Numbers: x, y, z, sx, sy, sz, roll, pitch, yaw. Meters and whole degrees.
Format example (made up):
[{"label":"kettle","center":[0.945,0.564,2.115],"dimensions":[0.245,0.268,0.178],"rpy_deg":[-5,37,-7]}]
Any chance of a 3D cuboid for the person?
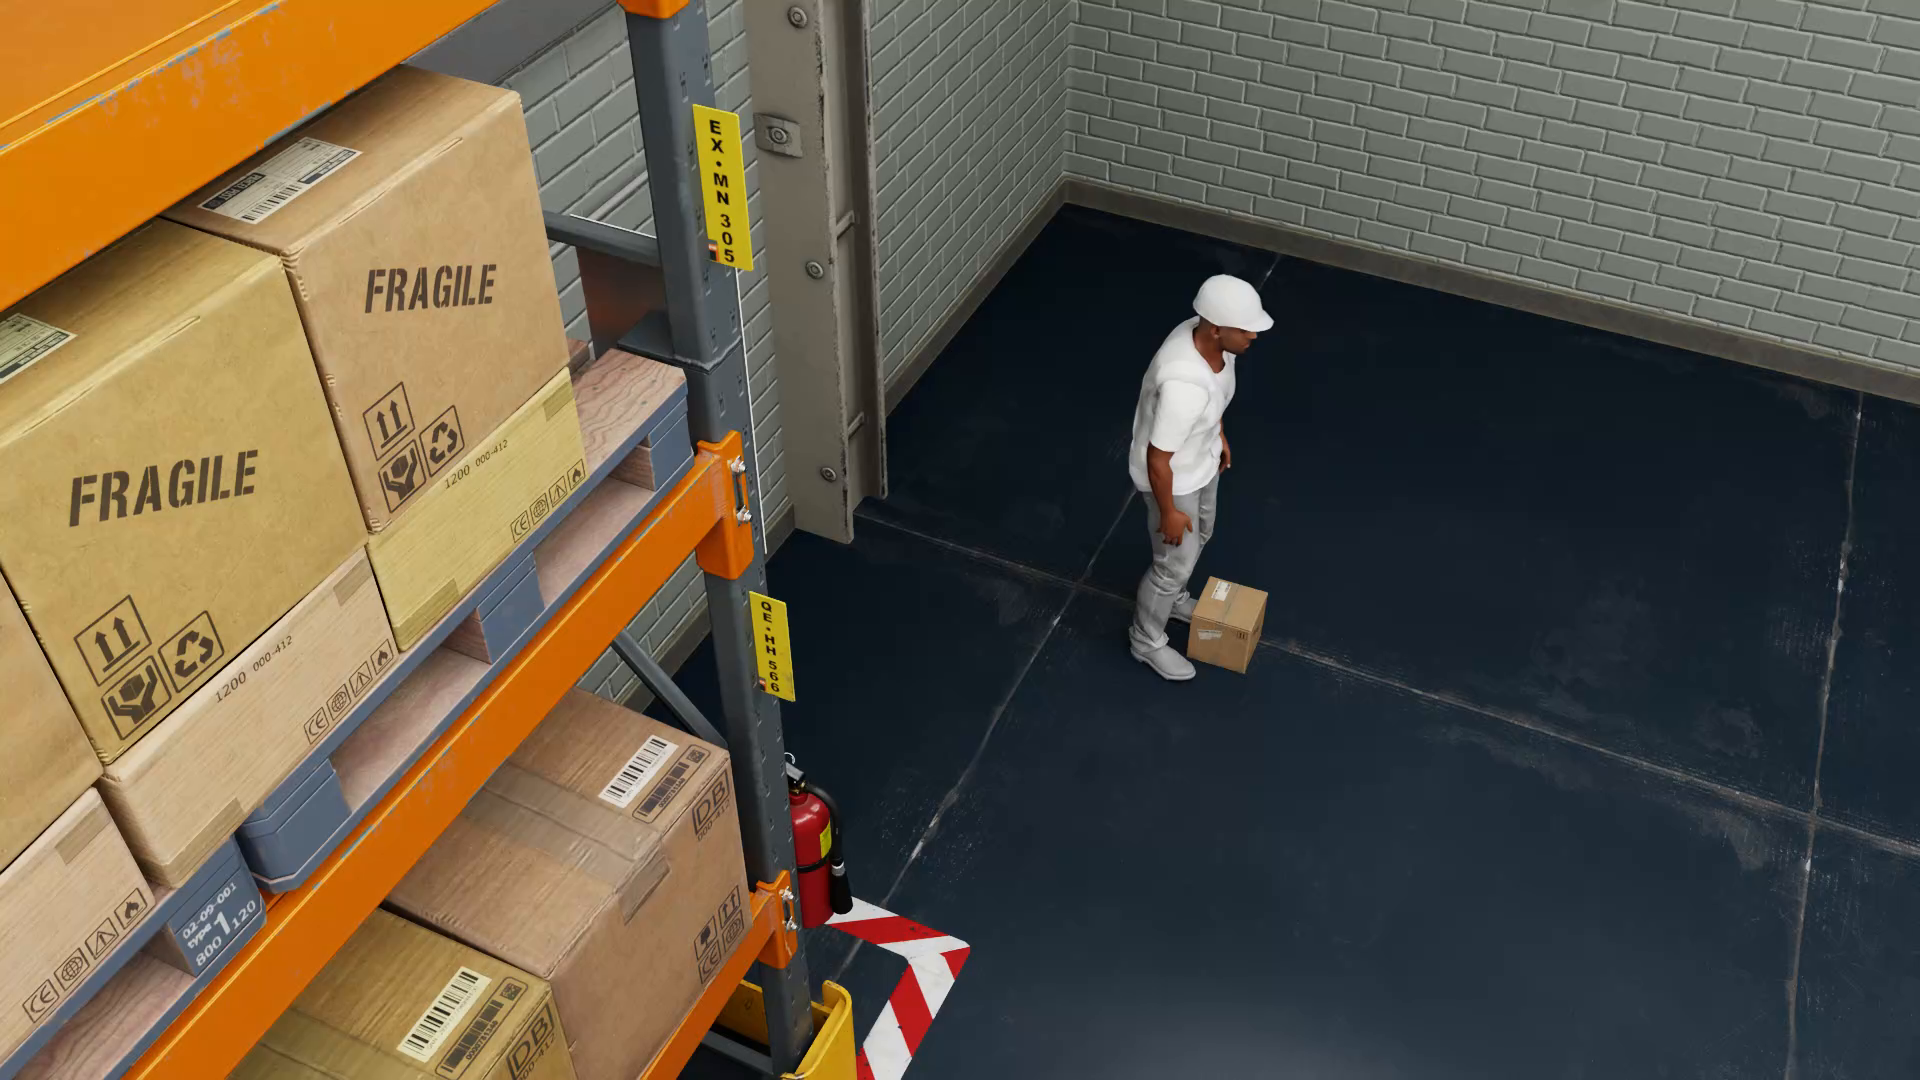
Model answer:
[{"label":"person","center":[0.891,-0.529,6.209],"dimensions":[0.456,1.057,0.627],"rpy_deg":[18,45,19]}]
